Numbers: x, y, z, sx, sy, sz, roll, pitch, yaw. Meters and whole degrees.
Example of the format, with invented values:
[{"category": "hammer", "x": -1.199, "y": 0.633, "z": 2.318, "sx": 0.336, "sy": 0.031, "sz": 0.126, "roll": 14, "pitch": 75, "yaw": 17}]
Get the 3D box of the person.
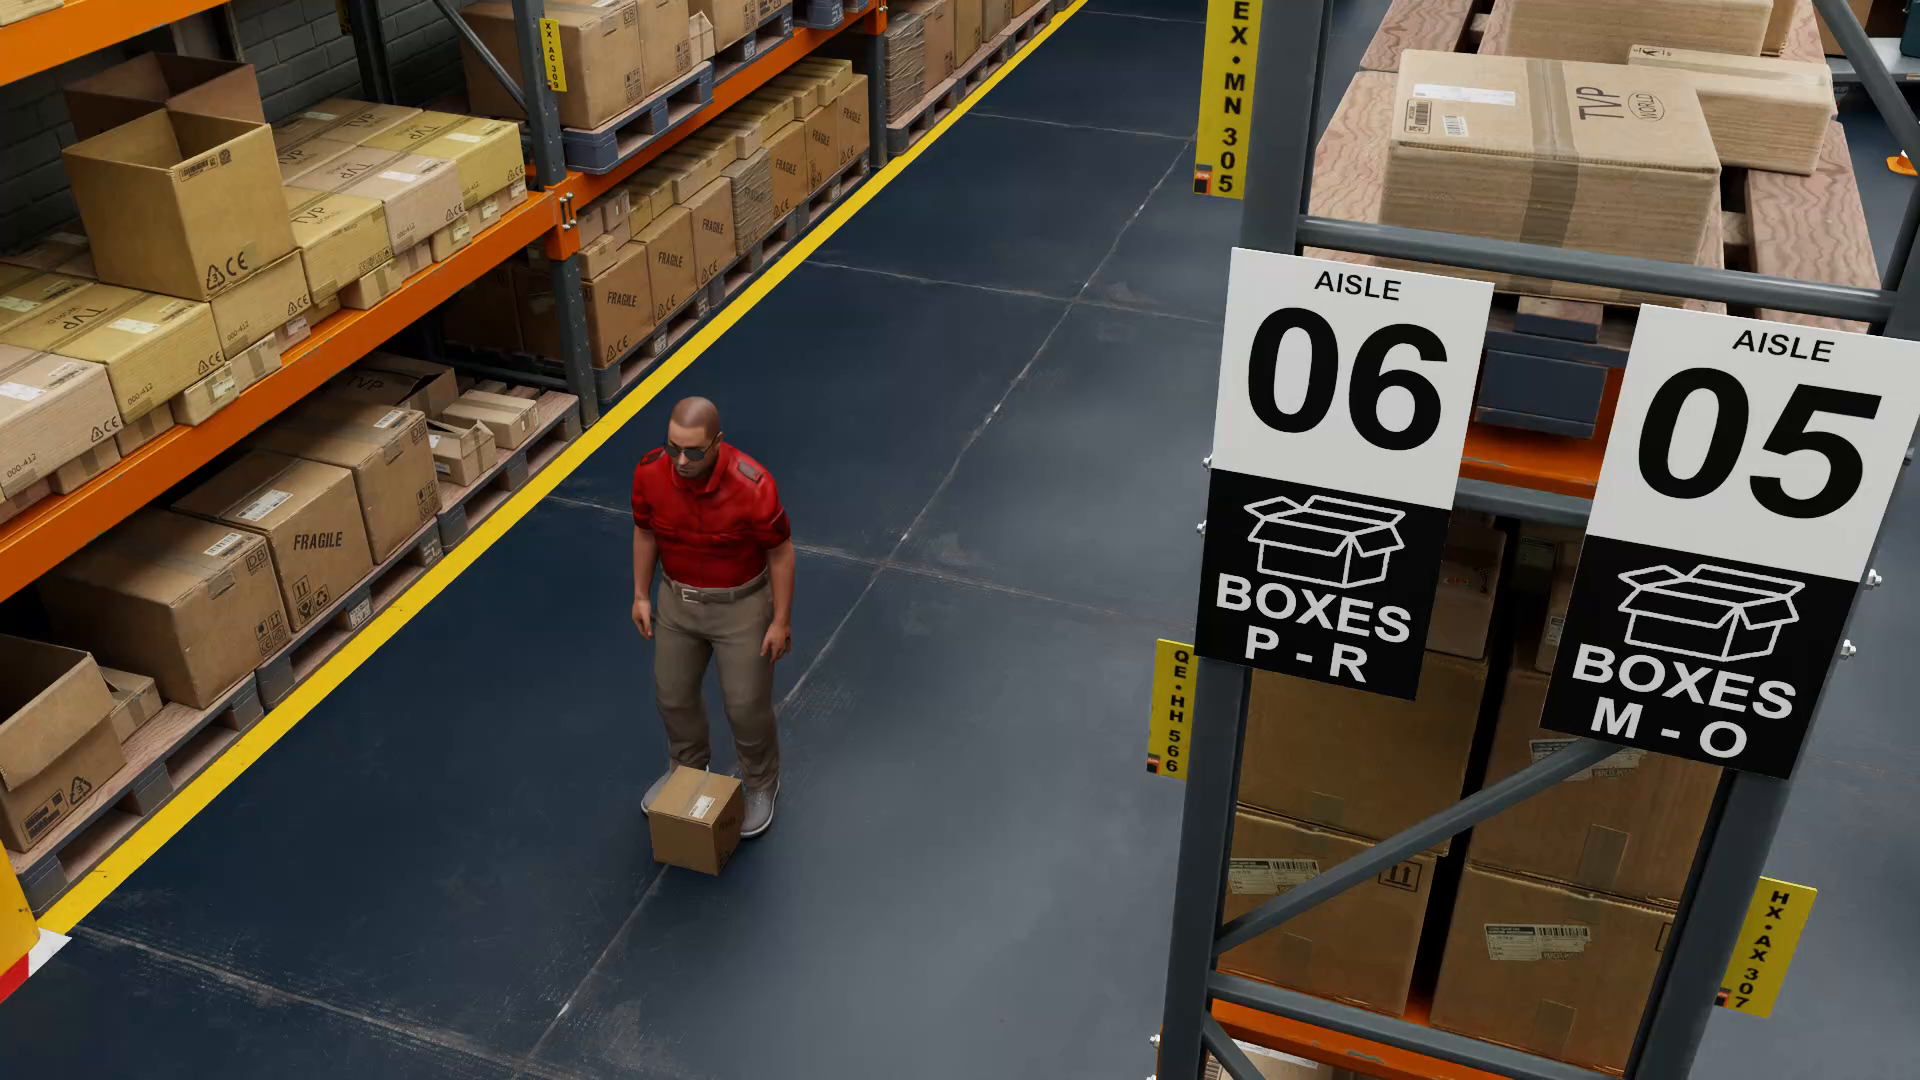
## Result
[{"category": "person", "x": -0.862, "y": 0.249, "z": 5.771, "sx": 0.601, "sy": 1.726, "sz": 0.393, "roll": 9, "pitch": 34, "yaw": 14}]
